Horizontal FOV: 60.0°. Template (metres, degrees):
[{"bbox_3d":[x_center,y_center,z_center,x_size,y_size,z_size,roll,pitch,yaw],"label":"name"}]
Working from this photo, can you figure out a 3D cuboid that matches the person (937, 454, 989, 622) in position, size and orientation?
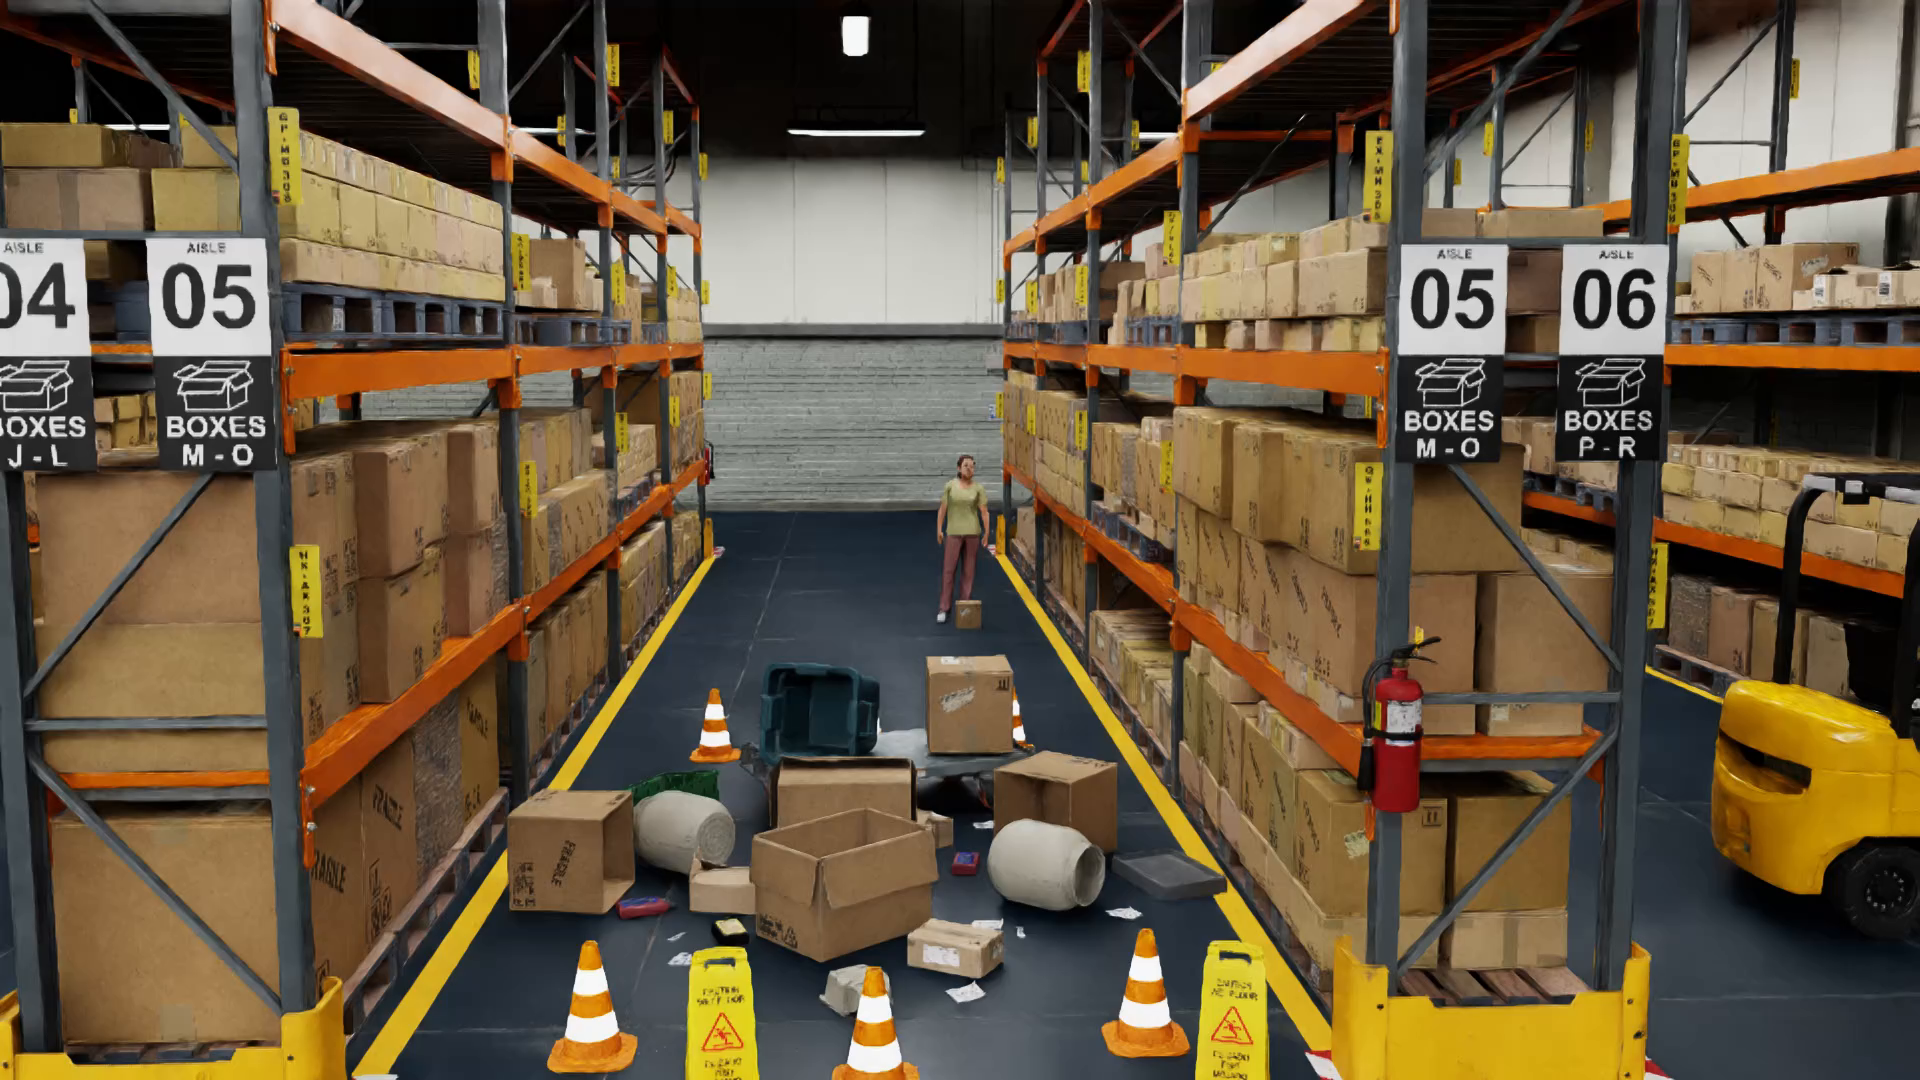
[{"bbox_3d":[0.029,-0.015,16.915,0.556,1.646,0.550,0,7,-3],"label":"person"}]
